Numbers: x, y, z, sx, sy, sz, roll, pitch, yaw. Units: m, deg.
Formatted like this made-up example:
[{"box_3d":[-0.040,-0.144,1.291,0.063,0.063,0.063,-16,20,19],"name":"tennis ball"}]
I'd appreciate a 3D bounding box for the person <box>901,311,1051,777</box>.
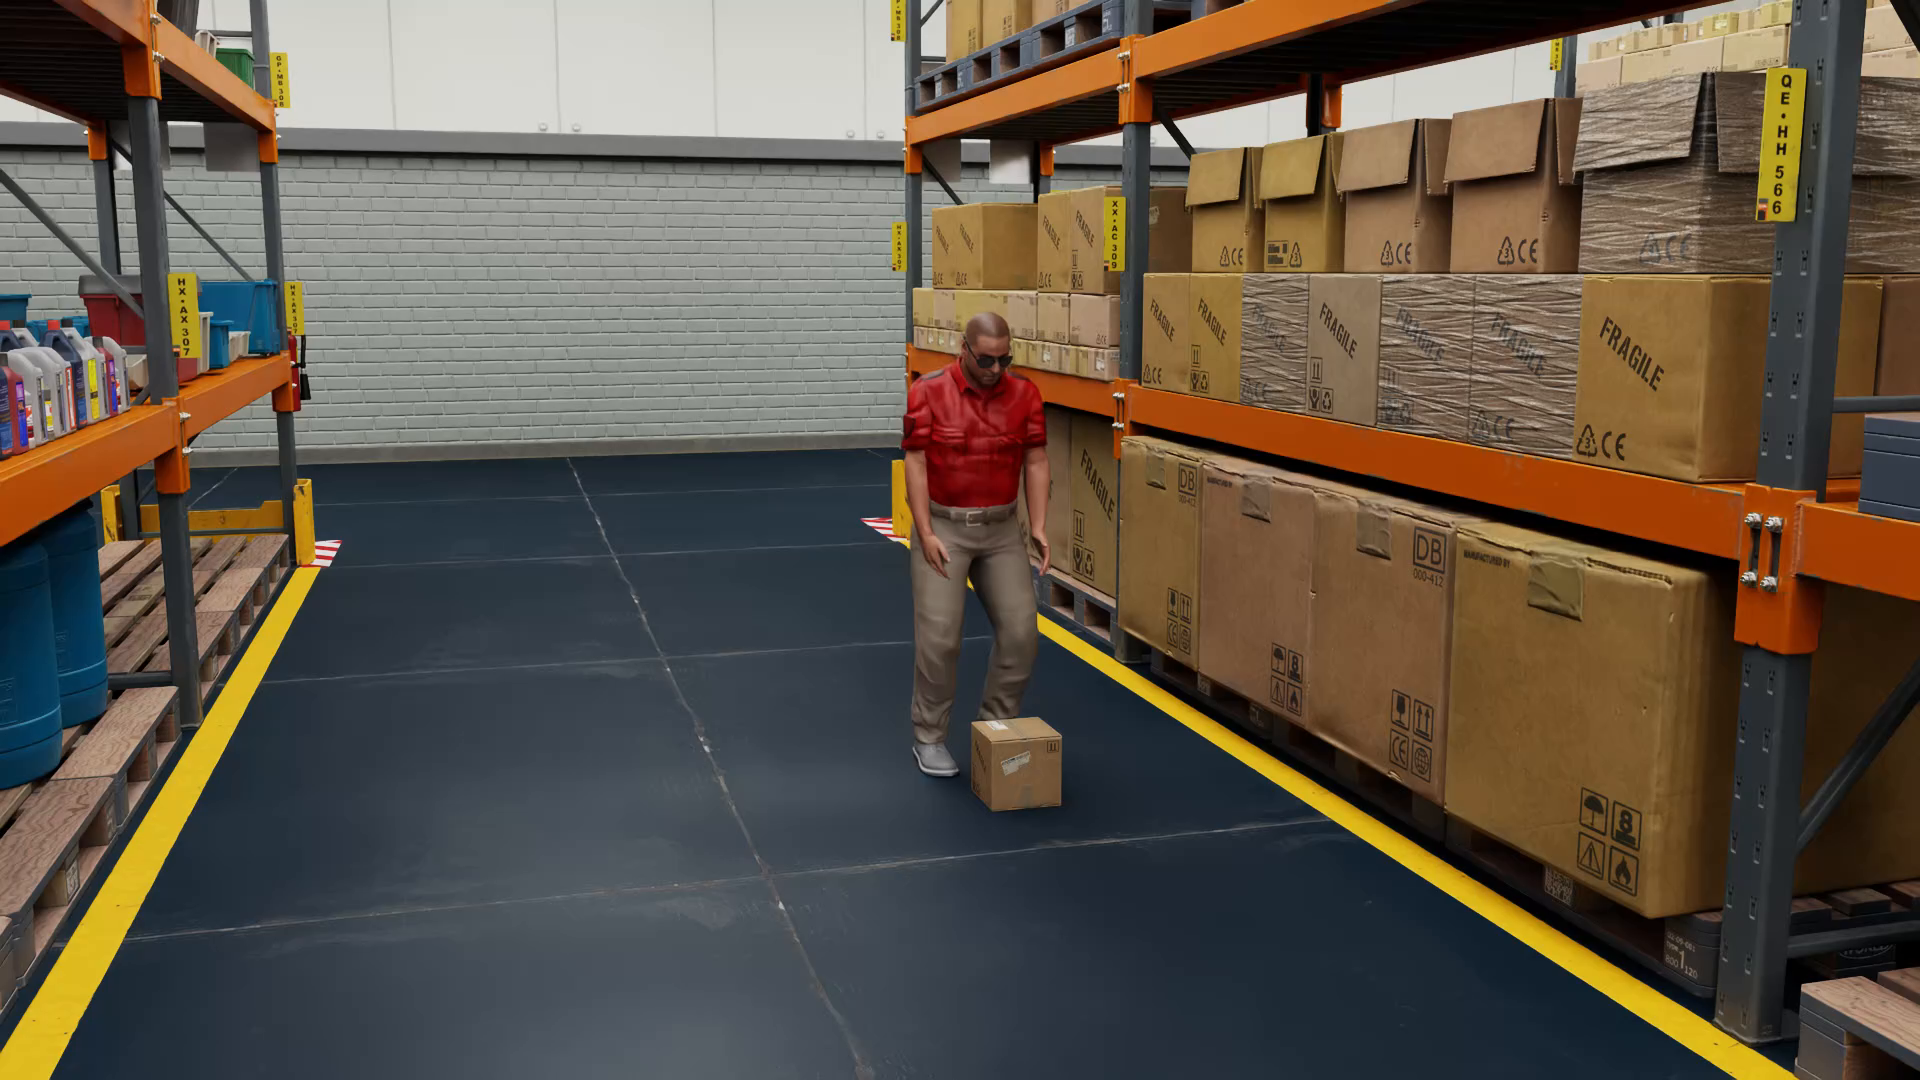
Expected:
[{"box_3d":[0.063,0.005,6.094,0.557,1.677,0.431,-3,10,-16],"name":"person"}]
